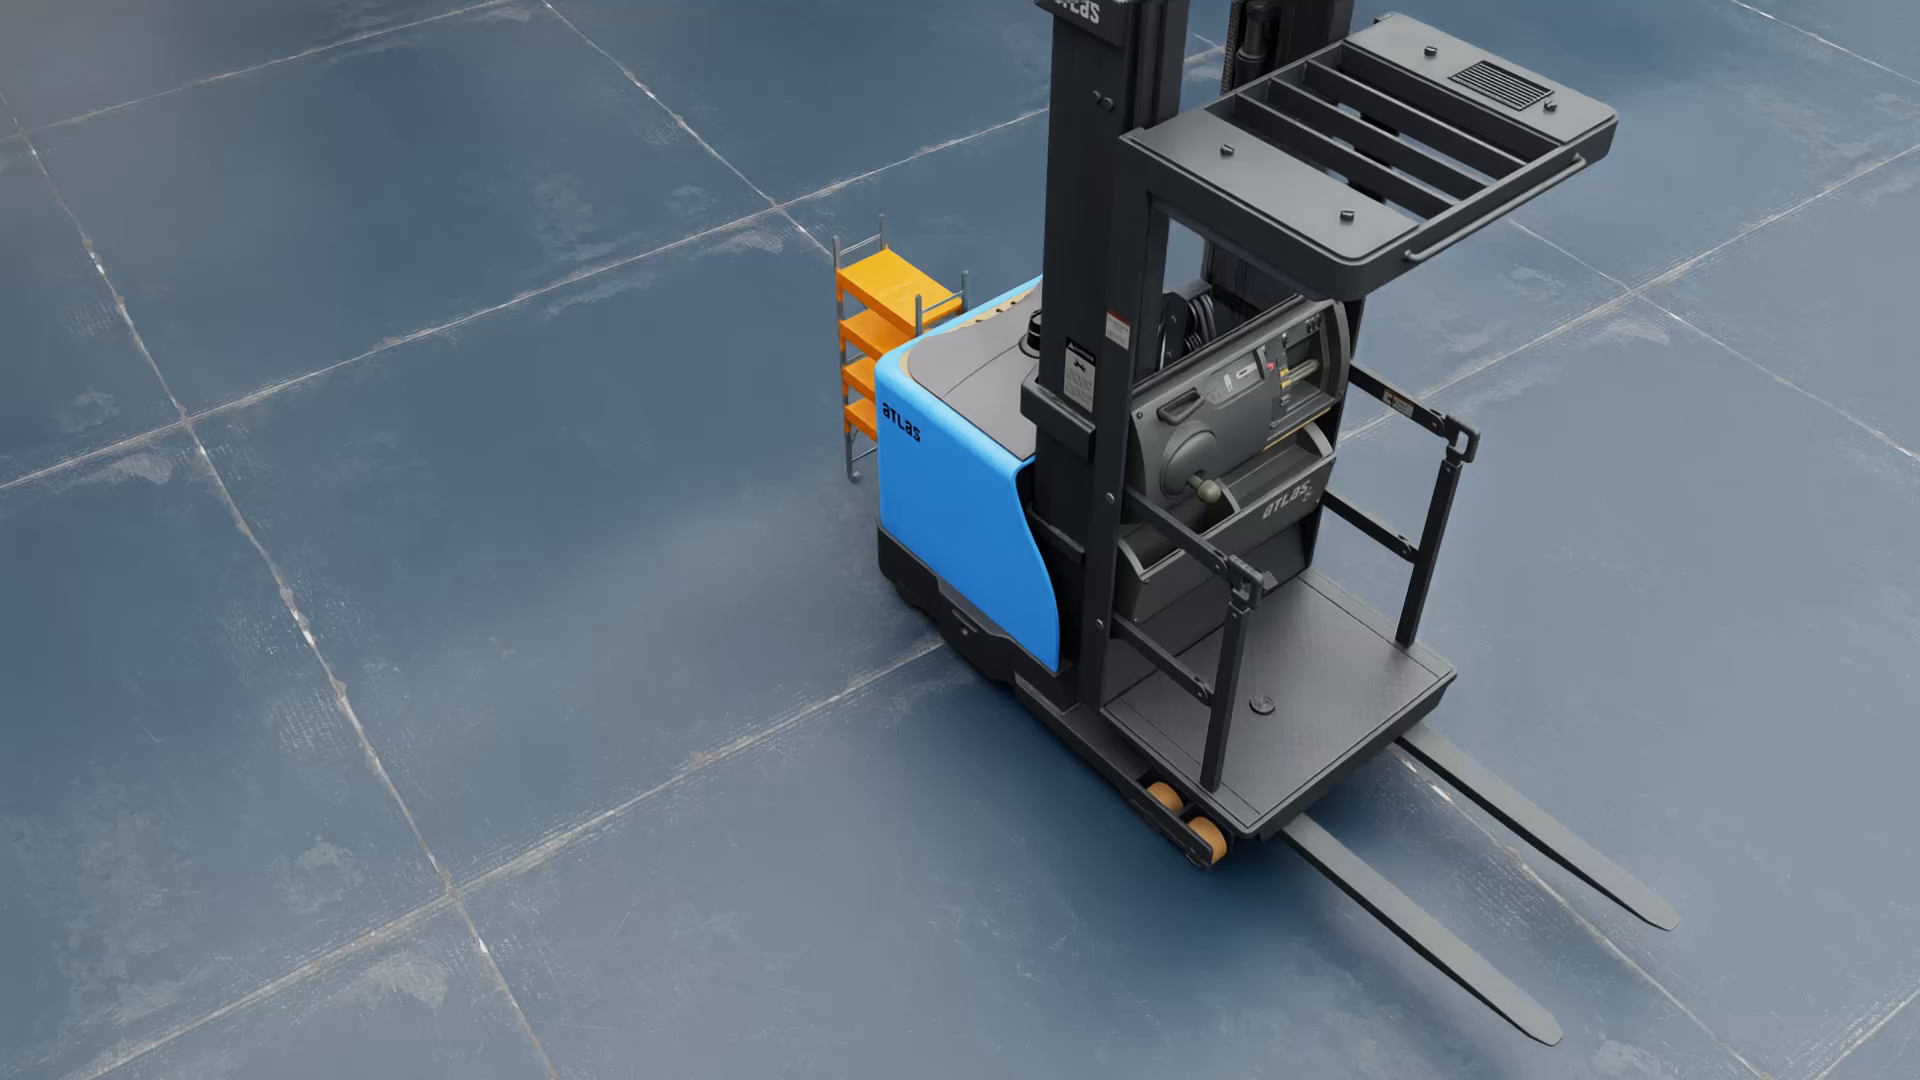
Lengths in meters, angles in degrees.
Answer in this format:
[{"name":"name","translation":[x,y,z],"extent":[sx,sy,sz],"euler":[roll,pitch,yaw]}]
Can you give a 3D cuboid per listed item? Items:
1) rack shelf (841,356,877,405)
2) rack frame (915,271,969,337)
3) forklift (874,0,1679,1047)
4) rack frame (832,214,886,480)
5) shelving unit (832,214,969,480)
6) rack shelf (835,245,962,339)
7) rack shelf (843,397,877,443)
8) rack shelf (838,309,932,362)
[{"name":"rack shelf","translation":[-0.222,-0.568,6.574],"extent":[0.258,0.148,0.480],"euler":[-30,51,-28]},{"name":"rack frame","translation":[-0.065,-0.488,6.392],"extent":[0.240,1.200,0.015],"euler":[-30,51,-28]},{"name":"forklift","translation":[1.014,-0.361,5.005],"extent":[1.130,2.935,3.031],"euler":[-30,51,-28]},{"name":"rack frame","translation":[-0.380,-0.745,6.662],"extent":[0.240,1.200,0.015],"euler":[-30,51,-28]},{"name":"shelving unit","translation":[-0.222,-0.617,6.527],"extent":[0.258,1.200,0.503],"euler":[-30,51,-28]},{"name":"rack shelf","translation":[-0.222,-0.901,6.256],"extent":[0.258,0.148,0.480],"euler":[-30,51,-28]},{"name":"rack shelf","translation":[-0.222,-0.424,6.711],"extent":[0.258,0.148,0.480],"euler":[-30,51,-28]},{"name":"rack shelf","translation":[-0.222,-0.730,6.419],"extent":[0.258,0.148,0.480],"euler":[-30,51,-28]}]
